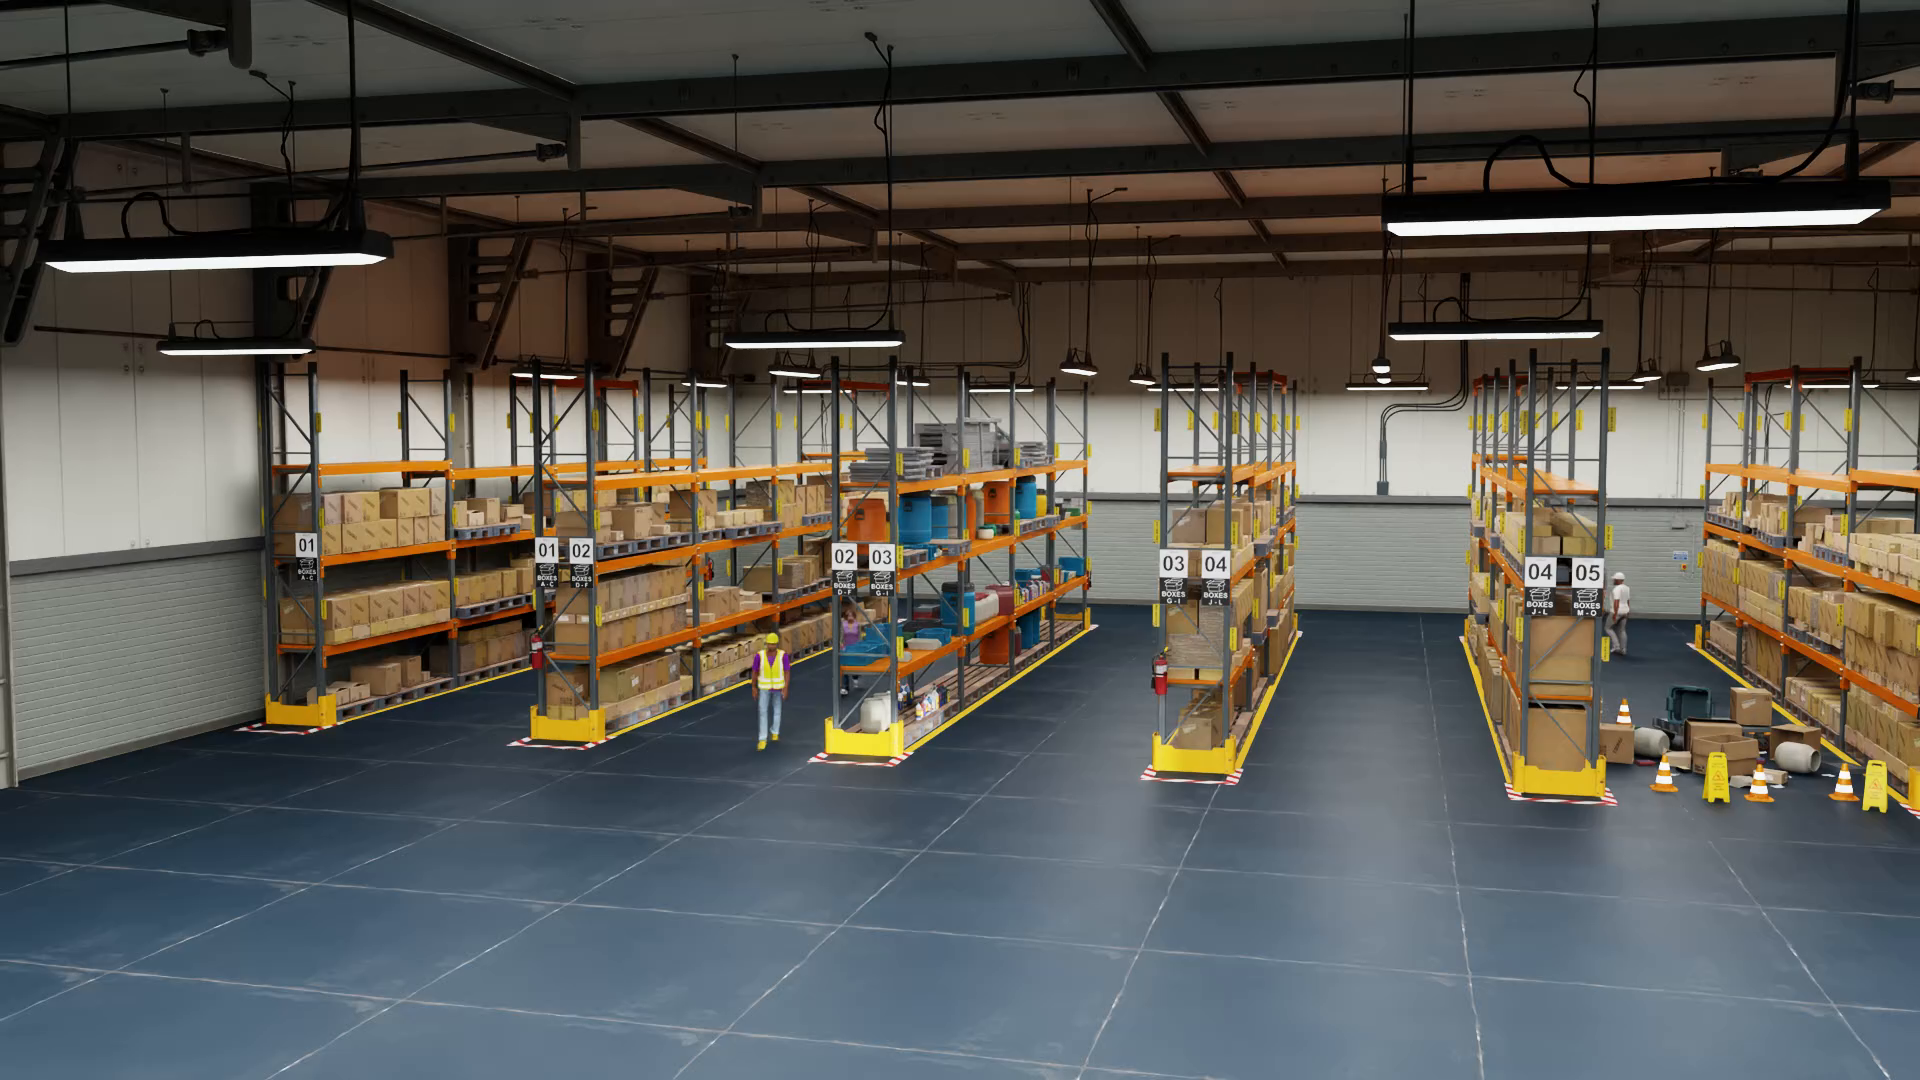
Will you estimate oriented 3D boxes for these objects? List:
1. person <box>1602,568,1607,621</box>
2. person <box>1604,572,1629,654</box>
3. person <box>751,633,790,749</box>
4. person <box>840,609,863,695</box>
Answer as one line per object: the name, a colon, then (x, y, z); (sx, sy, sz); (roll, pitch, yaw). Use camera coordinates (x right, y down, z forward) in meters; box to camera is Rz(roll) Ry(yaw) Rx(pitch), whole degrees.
person: (15.723, 1.351, 40.986); (0.742, 1.512, 0.548); (-2, 4, -24)
person: (14.273, 1.588, 36.003); (0.601, 1.767, 0.439); (-2, 5, -31)
person: (-2.923, 2.308, 25.778); (0.591, 1.737, 0.908); (-1, 4, -12)
person: (-2.019, 2.047, 30.815); (0.454, 1.557, 0.840); (0, 4, -1)
